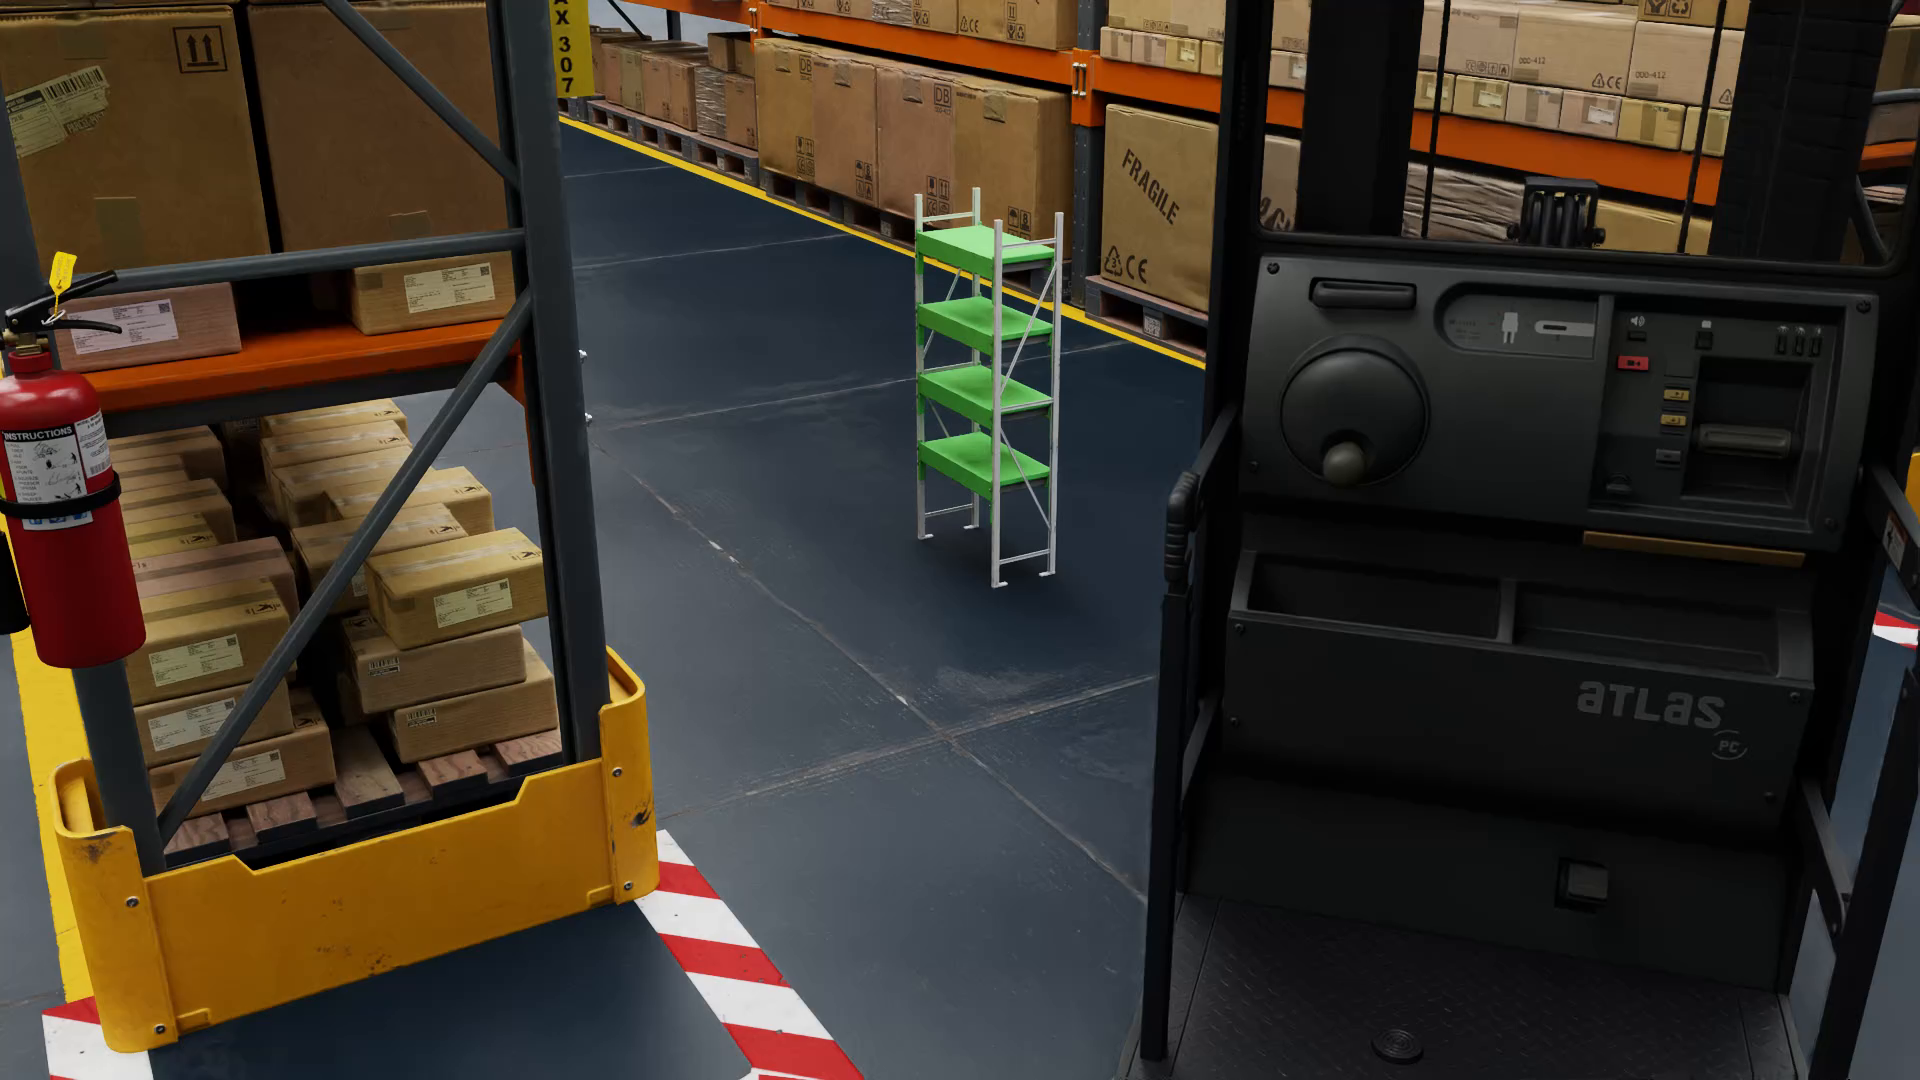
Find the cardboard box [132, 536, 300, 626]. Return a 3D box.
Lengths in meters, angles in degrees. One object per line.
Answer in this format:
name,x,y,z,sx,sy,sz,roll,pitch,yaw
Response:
cardboard box,-1.790,0.132,3.942,0.380,0.149,0.250,-12,25,-27

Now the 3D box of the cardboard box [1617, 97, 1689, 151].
cardboard box,2.494,-1.445,5.716,0.380,0.149,0.250,-12,25,-28

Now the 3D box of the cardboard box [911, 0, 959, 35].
cardboard box,0.056,-3.195,9.554,0.500,0.500,0.500,-13,25,-29

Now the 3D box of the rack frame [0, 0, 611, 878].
rack frame,-1.223,-0.504,3.068,1.000,3.000,0.127,-13,25,-28

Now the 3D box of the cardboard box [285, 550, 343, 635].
cardboard box,-1.562,0.104,4.406,0.380,0.149,0.250,-12,25,-28

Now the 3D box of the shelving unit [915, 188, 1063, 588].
shelving unit,0.085,-0.502,5.454,0.258,1.200,0.503,-13,25,-28

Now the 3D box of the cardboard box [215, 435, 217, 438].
cardboard box,-2.491,-0.329,5.866,0.380,0.149,0.250,-13,26,-30

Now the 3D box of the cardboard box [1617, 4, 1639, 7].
cardboard box,2.809,-1.868,6.227,0.500,0.250,0.500,-13,25,-29

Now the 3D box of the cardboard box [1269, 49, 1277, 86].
cardboard box,1.451,-2.106,7.343,0.380,0.149,0.250,-13,25,-29

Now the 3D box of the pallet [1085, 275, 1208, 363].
pallet,1.371,-1.167,8.402,1.003,0.211,1.213,-13,25,-28

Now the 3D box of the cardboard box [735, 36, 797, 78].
cardboard box,-1.362,-3.619,12.472,0.500,0.250,0.500,-11,25,-26

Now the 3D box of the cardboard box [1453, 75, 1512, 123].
cardboard box,2.105,-1.691,6.322,0.380,0.149,0.250,-13,26,-29

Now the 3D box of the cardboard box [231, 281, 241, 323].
cardboard box,-1.727,-0.526,3.457,0.380,0.149,0.250,-13,25,-28

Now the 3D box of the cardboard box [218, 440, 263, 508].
cardboard box,-2.121,-0.237,5.244,0.380,0.149,0.250,-11,25,-26

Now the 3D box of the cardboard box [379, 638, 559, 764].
cardboard box,-1.215,0.391,4.094,0.380,0.149,0.250,-12,25,-27

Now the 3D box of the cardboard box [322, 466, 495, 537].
cardboard box,-1.461,-0.061,4.415,0.380,0.149,0.250,-13,25,-28

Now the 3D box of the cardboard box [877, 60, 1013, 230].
cardboard box,0.248,-2.423,10.052,1.225,0.875,0.875,-14,26,-30

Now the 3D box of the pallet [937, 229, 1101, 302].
pallet,0.591,-1.664,9.624,1.003,0.211,1.213,-13,25,-28

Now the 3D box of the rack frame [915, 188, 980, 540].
rack frame,-0.040,-0.581,5.648,0.240,1.200,0.015,-13,25,-28

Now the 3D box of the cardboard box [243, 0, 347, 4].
cardboard box,-1.224,-1.348,3.288,0.500,0.500,0.500,-13,25,-29

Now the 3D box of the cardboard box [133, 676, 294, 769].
cardboard box,-1.738,0.369,3.755,0.380,0.149,0.250,-13,26,-30

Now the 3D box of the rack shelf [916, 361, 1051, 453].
rack shelf,0.085,-0.443,5.478,0.258,0.148,0.480,-13,25,-28

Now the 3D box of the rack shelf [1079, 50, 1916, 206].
rack shelf,2.071,-1.739,7.062,1.077,0.370,4.000,-13,25,-28

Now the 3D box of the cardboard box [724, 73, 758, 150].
cardboard box,-1.353,-3.274,12.618,0.700,0.500,0.500,-14,26,-31

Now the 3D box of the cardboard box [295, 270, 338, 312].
cardboard box,-1.272,-0.630,3.711,0.380,0.149,0.250,-12,25,-26

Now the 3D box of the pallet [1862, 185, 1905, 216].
pallet,5.717,-2.150,10.822,1.003,0.211,1.213,-13,25,-28

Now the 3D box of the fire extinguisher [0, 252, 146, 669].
fire extinguisher,-1.491,-0.125,2.733,0.296,0.674,0.183,-13,25,-28

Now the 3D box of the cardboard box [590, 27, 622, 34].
cardboard box,-3.506,-4.667,16.073,0.500,0.500,0.500,-5,23,-11

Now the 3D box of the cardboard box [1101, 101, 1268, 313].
cardboard box,1.318,-1.701,8.277,0.875,0.875,0.875,-13,25,-28

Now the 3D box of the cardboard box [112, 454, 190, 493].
cardboard box,-2.294,-0.100,4.512,0.380,0.149,0.250,-12,25,-26

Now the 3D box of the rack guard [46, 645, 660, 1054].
rack guard,-1.262,0.630,3.599,1.175,0.500,0.348,-13,25,-28

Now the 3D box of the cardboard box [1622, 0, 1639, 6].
cardboard box,2.824,-2.210,6.073,0.500,0.500,0.500,-13,26,-30

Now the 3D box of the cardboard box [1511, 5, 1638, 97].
cardboard box,2.359,-1.764,5.971,0.500,0.250,0.500,-13,26,-29

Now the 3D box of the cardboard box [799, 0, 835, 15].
cardboard box,-0.714,-3.685,10.761,0.500,0.500,0.500,-13,26,-30

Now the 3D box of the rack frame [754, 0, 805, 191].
rack frame,-0.994,-4.015,11.706,1.000,3.000,0.127,-13,25,-28

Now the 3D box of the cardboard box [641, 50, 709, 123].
cardboard box,-2.228,-3.814,13.946,0.700,0.500,0.500,-15,27,-33

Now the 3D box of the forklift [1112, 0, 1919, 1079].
forklift,0.871,-0.216,2.451,1.130,2.935,3.031,7,23,16

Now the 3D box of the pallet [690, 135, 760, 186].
pallet,-1.392,-2.976,12.854,1.003,0.211,1.213,-13,25,-28

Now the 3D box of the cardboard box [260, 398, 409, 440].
cardboard box,-1.888,-0.311,5.030,0.380,0.149,0.250,-12,25,-27

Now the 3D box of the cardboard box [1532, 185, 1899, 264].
cardboard box,2.697,-0.827,6.127,0.875,0.875,0.875,-13,25,-28

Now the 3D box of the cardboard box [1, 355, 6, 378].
cardboard box,-3.356,-0.631,6.215,0.380,0.149,0.250,-11,25,-26

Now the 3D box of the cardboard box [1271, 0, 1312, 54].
cardboard box,1.584,-2.257,7.186,0.500,0.250,0.500,-12,25,-27

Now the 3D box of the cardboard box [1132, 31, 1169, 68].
cardboard box,1.049,-2.359,7.965,0.380,0.149,0.250,-14,26,-30
